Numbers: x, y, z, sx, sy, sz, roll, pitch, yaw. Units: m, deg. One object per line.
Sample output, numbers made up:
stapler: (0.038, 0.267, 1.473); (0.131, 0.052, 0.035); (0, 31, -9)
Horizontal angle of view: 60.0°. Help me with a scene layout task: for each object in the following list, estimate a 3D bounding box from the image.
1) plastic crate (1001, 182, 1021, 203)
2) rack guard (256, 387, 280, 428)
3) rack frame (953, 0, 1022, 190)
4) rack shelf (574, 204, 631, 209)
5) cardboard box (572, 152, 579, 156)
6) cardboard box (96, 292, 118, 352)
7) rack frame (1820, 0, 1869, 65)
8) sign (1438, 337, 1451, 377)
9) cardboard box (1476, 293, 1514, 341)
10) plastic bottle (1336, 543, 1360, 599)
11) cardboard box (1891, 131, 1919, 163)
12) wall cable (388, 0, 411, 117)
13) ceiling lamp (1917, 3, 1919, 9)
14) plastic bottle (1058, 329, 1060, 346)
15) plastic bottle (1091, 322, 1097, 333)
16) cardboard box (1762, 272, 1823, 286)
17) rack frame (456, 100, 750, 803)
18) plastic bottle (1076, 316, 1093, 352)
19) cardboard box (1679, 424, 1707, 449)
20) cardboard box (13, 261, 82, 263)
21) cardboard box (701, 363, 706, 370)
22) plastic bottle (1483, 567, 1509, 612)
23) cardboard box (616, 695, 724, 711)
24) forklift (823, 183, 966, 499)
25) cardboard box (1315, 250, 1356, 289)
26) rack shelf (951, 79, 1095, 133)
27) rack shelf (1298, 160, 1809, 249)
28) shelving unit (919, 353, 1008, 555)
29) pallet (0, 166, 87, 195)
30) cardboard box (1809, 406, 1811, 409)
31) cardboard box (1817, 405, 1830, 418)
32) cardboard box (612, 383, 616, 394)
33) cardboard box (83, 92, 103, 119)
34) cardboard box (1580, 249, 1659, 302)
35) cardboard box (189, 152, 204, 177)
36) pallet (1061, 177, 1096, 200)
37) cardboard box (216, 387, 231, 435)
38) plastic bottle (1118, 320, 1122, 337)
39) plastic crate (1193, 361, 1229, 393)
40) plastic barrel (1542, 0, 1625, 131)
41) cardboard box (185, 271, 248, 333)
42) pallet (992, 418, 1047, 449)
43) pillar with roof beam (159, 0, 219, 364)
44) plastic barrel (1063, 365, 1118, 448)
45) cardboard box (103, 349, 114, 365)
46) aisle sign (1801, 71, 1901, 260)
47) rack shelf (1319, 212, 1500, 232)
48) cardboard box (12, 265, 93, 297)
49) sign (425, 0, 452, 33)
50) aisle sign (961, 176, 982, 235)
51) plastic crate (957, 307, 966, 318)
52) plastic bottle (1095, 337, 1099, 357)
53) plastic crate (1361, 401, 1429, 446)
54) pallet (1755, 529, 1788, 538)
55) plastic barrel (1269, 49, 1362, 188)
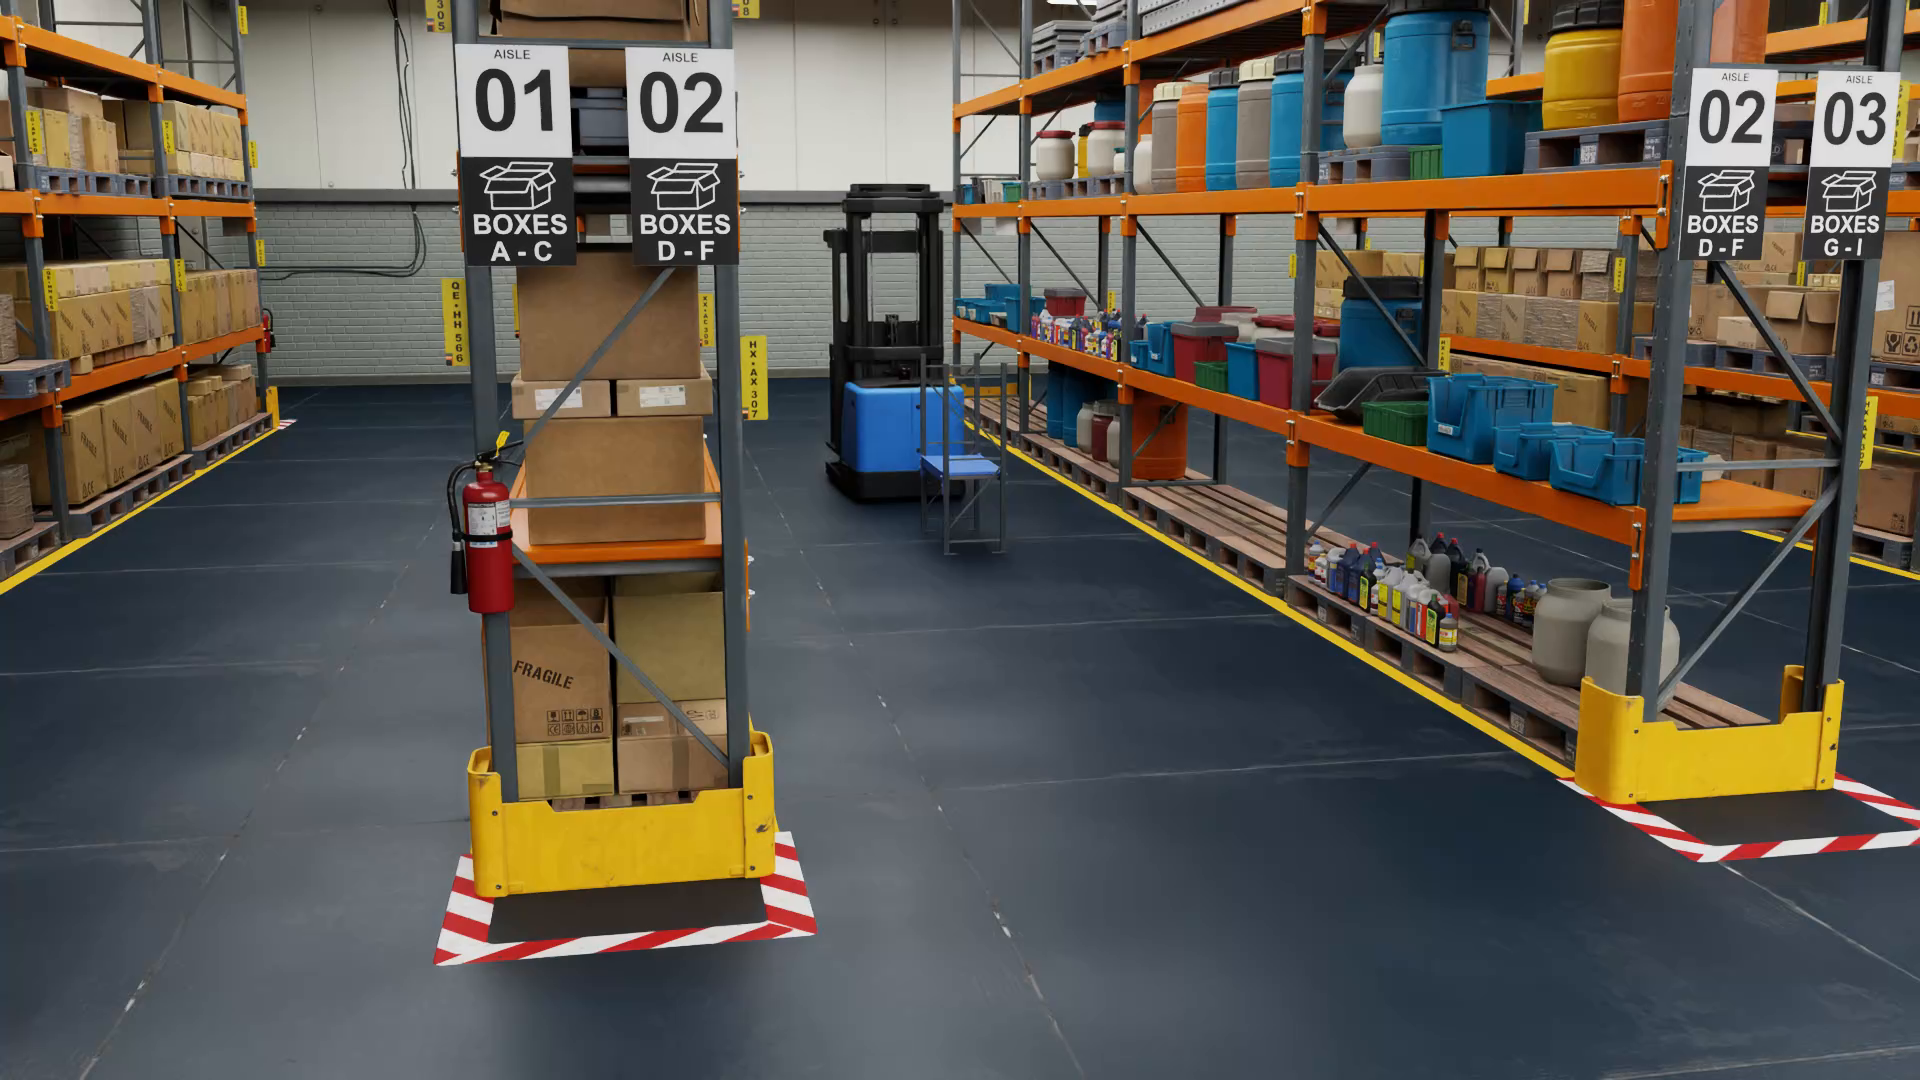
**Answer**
plastic crate: (0.692, -4.073, 19.498); (0.416, 0.233, 0.300); (-2, 11, -11)
rack guard: (-9.319, -1.676, 21.165); (1.175, 0.500, 0.348); (-2, 11, -11)
rack frame: (0.404, -6.207, 22.240); (1.000, 3.000, 0.127); (-2, 11, -11)
rack shelf: (-2.511, -2.367, 12.009); (1.077, 0.370, 4.000); (-2, 11, -11)
cardboard box: (-2.342, -2.700, 11.114); (0.500, 0.250, 0.500); (-3, 11, -17)
cardboard box: (-7.790, -1.923, 14.662); (0.500, 0.500, 0.500); (-2, 11, -11)
rack frame: (10.925, -5.815, 20.183); (1.000, 3.000, 0.127); (-2, 11, -11)
sign: (3.280, -1.213, 11.307); (0.100, 0.325, 0.005); (-2, 11, -11)
cardboard box: (6.080, -2.478, 18.426); (0.500, 0.500, 0.500); (-2, 11, -12)
plastic bottle: (2.488, 0.189, 10.588); (0.144, 0.351, 0.185); (-2, 11, -9)
cardboard box: (7.315, -3.022, 12.764); (0.396, 0.266, 0.258); (-2, 11, -9)
wall cable: (-7.410, -7.951, 26.201); (3.097, 2.526, 0.112); (-2, 11, -11)
ceiling lamp: (17.046, -10.203, 27.624); (2.000, 3.185, 0.800); (-2, 11, -11)
plastic bottle: (1.074, -2.138, 17.438); (0.097, 0.201, 0.097); (0, 11, 0)
plastic bottle: (1.346, -2.043, 16.719); (0.061, 0.283, 0.133); (-2, 11, -11)
cardboard box: (10.554, -3.142, 21.119); (0.500, 0.500, 0.500); (-2, 11, -11)
rack frame: (-1.344, -0.146, 6.441); (1.000, 3.000, 0.127); (-2, 11, -11)
plastic bottle: (1.250, -2.067, 16.668); (0.144, 0.351, 0.185); (-2, 11, -11)
cardboard box: (6.968, -0.839, 15.590); (0.700, 0.500, 0.500); (-3, 11, -14)
cardboard box: (-8.491, -2.458, 15.467); (0.500, 0.250, 0.500); (-3, 11, -13)
cardboard box: (-1.310, -0.688, 7.285); (0.380, 0.149, 0.250); (-2, 11, -11)
plastic bottle: (3.274, 0.295, 10.233); (0.152, 0.276, 0.135); (-2, 11, -10)
cardboard box: (-1.331, 0.800, 7.699); (0.500, 0.250, 0.500); (-2, 11, -11)
forklift: (-0.758, -2.050, 16.630); (1.130, 2.935, 3.031); (-2, 11, -12)
cardboard box: (5.188, -3.691, 22.668); (0.500, 0.500, 0.500); (-2, 11, -12)
rack shelf: (0.793, -5.290, 20.418); (1.077, 0.370, 4.000); (-2, 11, -11)
rack shelf: (3.127, -1.812, 9.098); (1.077, 0.370, 4.000); (-2, 11, -11)
shelving unit: (0.017, -0.721, 13.474); (0.538, 1.500, 1.048); (-2, 11, -11)
pallet: (-7.935, -2.929, 13.547); (1.213, 0.211, 1.003); (-2, 11, -8)
cardboard box: (11.169, -1.753, 21.383); (0.380, 0.149, 0.250); (-3, 11, -13)
cardboard box: (10.809, -1.701, 20.175); (0.500, 0.500, 0.500); (-2, 11, -9)
cardboard box: (-1.620, -0.469, 7.869); (0.700, 0.500, 0.500); (-2, 11, -11)
cardboard box: (-8.494, -4.107, 15.780); (0.500, 0.250, 0.500); (-1, 11, -7)
cardboard box: (6.692, -2.649, 16.643); (0.797, 0.503, 0.637); (-2, 11, -9)
cardboard box: (-8.497, -4.052, 17.949); (0.500, 0.250, 0.500); (-2, 11, -12)
pallet: (1.654, -3.559, 16.855); (1.003, 0.211, 1.213); (-2, 11, -11)
cardboard box: (-8.773, -1.472, 18.969); (0.700, 0.500, 0.500); (-2, 11, -10)
plastic bottle: (1.697, -2.168, 17.408); (0.097, 0.271, 0.097); (0, 11, 0)
plastic crate: (2.122, -1.264, 12.882); (0.450, 0.188, 0.662); (-2, 11, -11)
plastic barrel: (3.169, -2.302, 8.121); (0.600, 0.588, 0.600); (0, 11, 0)
cardboard box: (-9.053, -2.821, 19.692); (0.980, 0.700, 0.700); (-2, 11, -11)
pallet: (1.001, -1.290, 19.909); (1.003, 0.211, 1.213); (-2, 11, -11)
pillar with roof beam: (-6.465, -6.467, 23.607); (9.100, 9.000, 0.400); (-2, 11, -11)
plastic barrel: (1.409, -1.471, 17.894); (0.600, 0.901, 0.708); (-2, 11, -11)
cardboard box: (-7.904, -1.669, 15.059); (0.380, 0.149, 0.250); (-2, 11, -11)
aisle sign: (3.817, -1.600, 7.127); (0.394, 0.787, 0.004); (-2, 11, -11)
rack shelf: (5.651, -4.193, 21.607); (1.077, 0.370, 4.000); (-2, 11, -11)
cardboard box: (-7.699, -2.197, 14.095); (0.500, 0.250, 0.500); (-2, 11, -12)
sign: (-1.879, -1.998, 5.995); (0.100, 0.325, 0.005); (-2, 11, -11)
aisle sign: (0.098, -4.539, 22.571); (0.394, 0.787, 0.004); (-2, 11, -11)
plastic crate: (0.110, -3.041, 22.195); (0.250, 0.136, 0.298); (-2, 11, -11)
plastic bottle: (1.356, -1.871, 16.038); (0.097, 0.201, 0.097); (0, 11, 0)
plastic crate: (2.725, -0.696, 9.896); (0.450, 0.188, 0.662); (-2, 11, -11)
pallet: (7.203, -0.236, 14.373); (1.003, 0.211, 1.213); (-2, 11, -11)
plastic barrel: (2.426, -2.864, 11.359); (0.600, 0.901, 0.708); (-2, 11, -11)
